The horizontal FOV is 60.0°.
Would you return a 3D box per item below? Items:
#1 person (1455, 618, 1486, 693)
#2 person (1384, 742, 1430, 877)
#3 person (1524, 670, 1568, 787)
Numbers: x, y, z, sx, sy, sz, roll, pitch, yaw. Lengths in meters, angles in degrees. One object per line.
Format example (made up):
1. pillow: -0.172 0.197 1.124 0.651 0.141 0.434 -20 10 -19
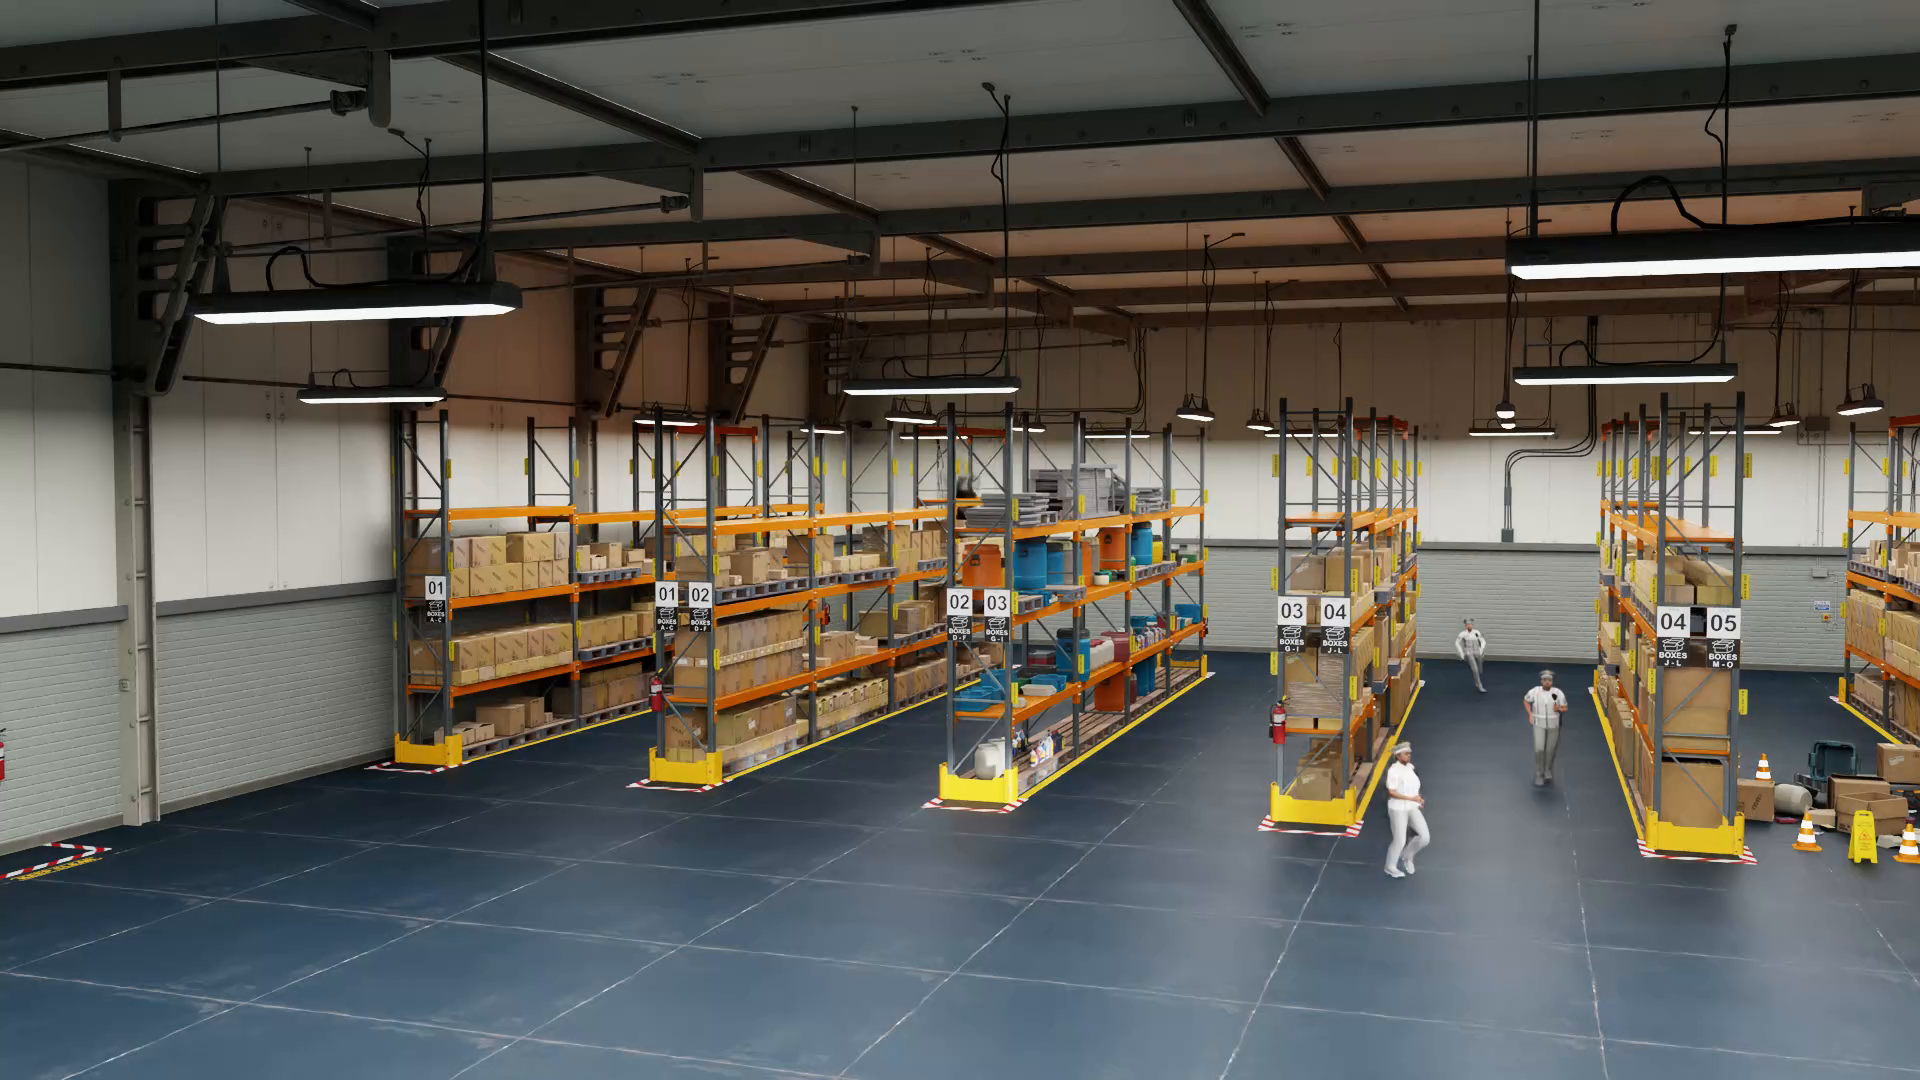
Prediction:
1. person: 11.478 2.572 37.378 0.669 1.641 0.729 0 2 2
2. person: 5.472 3.290 20.289 0.596 1.670 0.615 -1 3 -31
3. person: 9.311 2.990 26.418 0.639 1.851 0.731 1 3 13
